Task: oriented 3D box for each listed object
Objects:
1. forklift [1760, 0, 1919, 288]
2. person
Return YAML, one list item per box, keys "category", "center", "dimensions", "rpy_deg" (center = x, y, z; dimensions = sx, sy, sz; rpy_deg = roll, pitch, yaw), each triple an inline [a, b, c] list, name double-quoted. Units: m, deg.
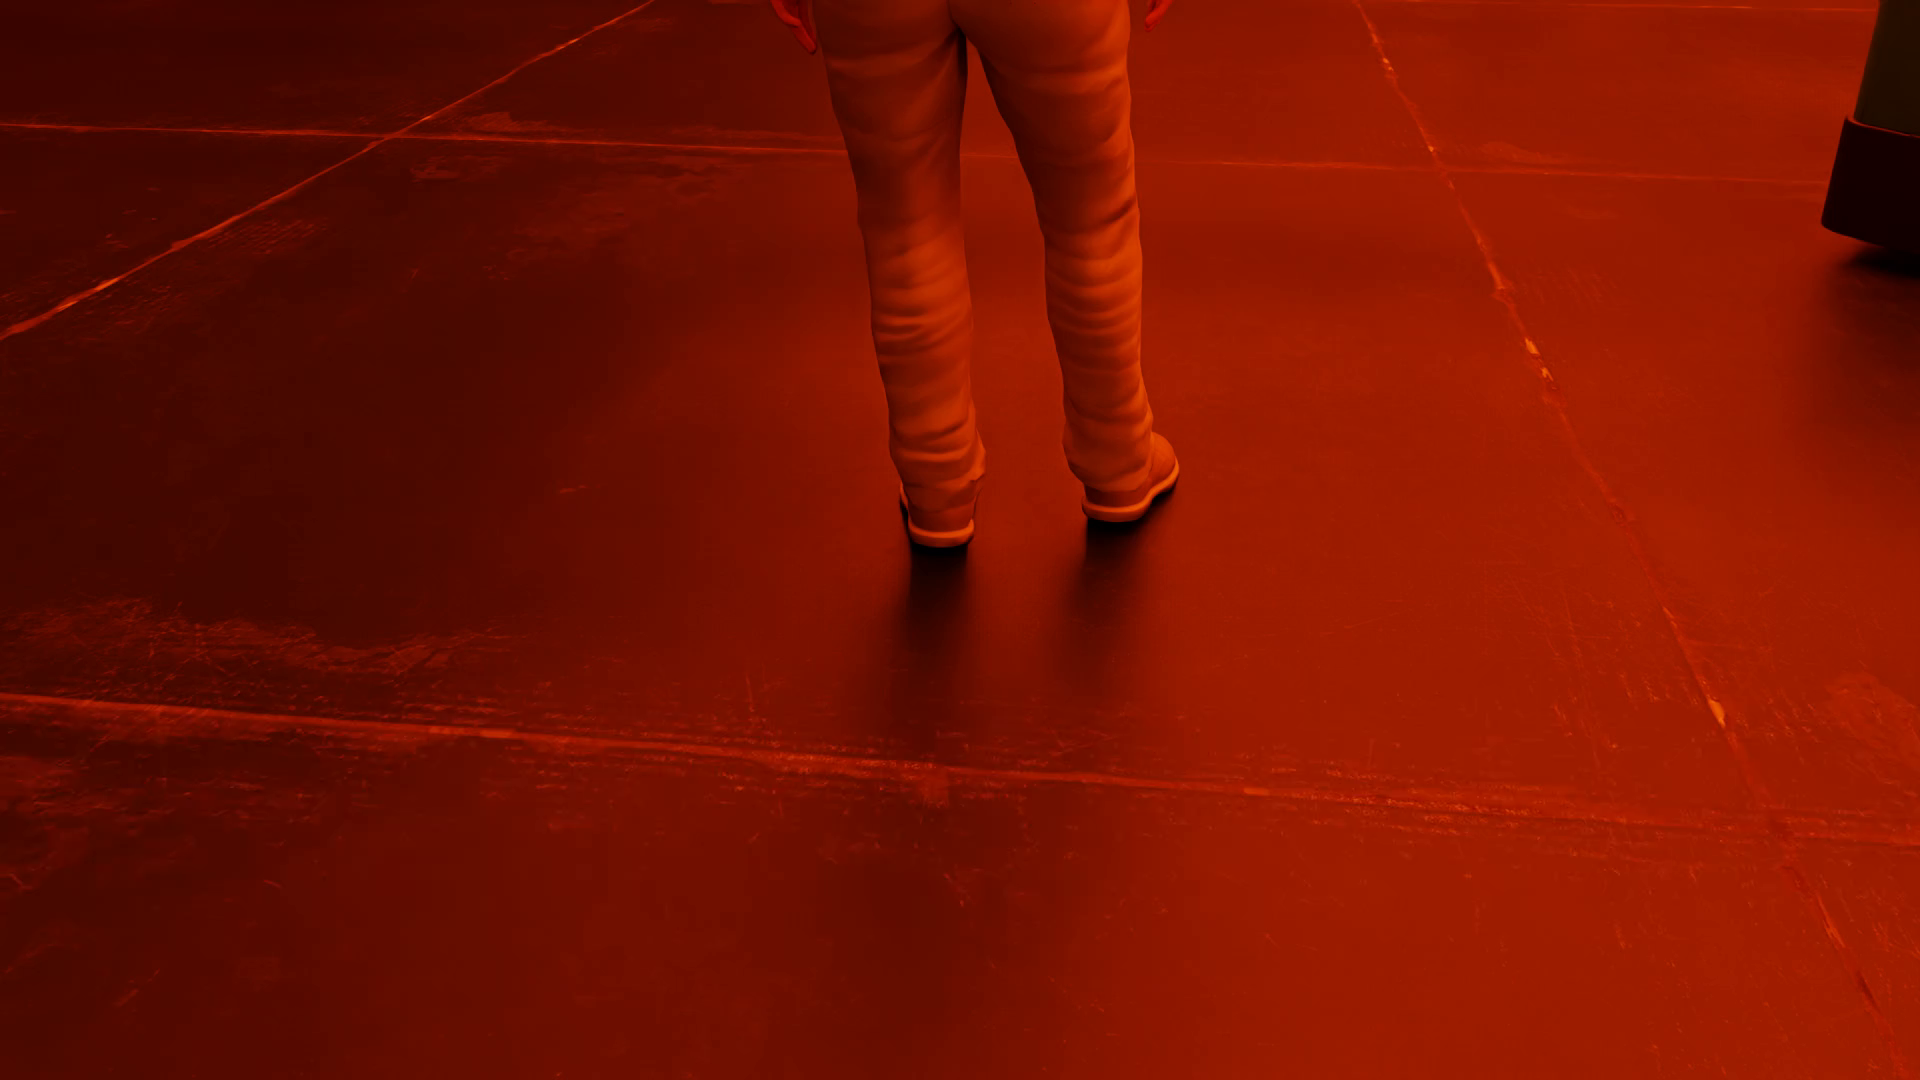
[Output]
- category: "forklift"
  center: [3.319, -2.034, 3.294]
  dimensions: [3.031, 2.935, 1.130]
  rpy_deg: [-13, 29, -25]
- category: "person"
  center: [0.032, -0.785, 2.190]
  dimensions: [0.599, 1.669, 0.529]
  rpy_deg: [3, 27, 7]
